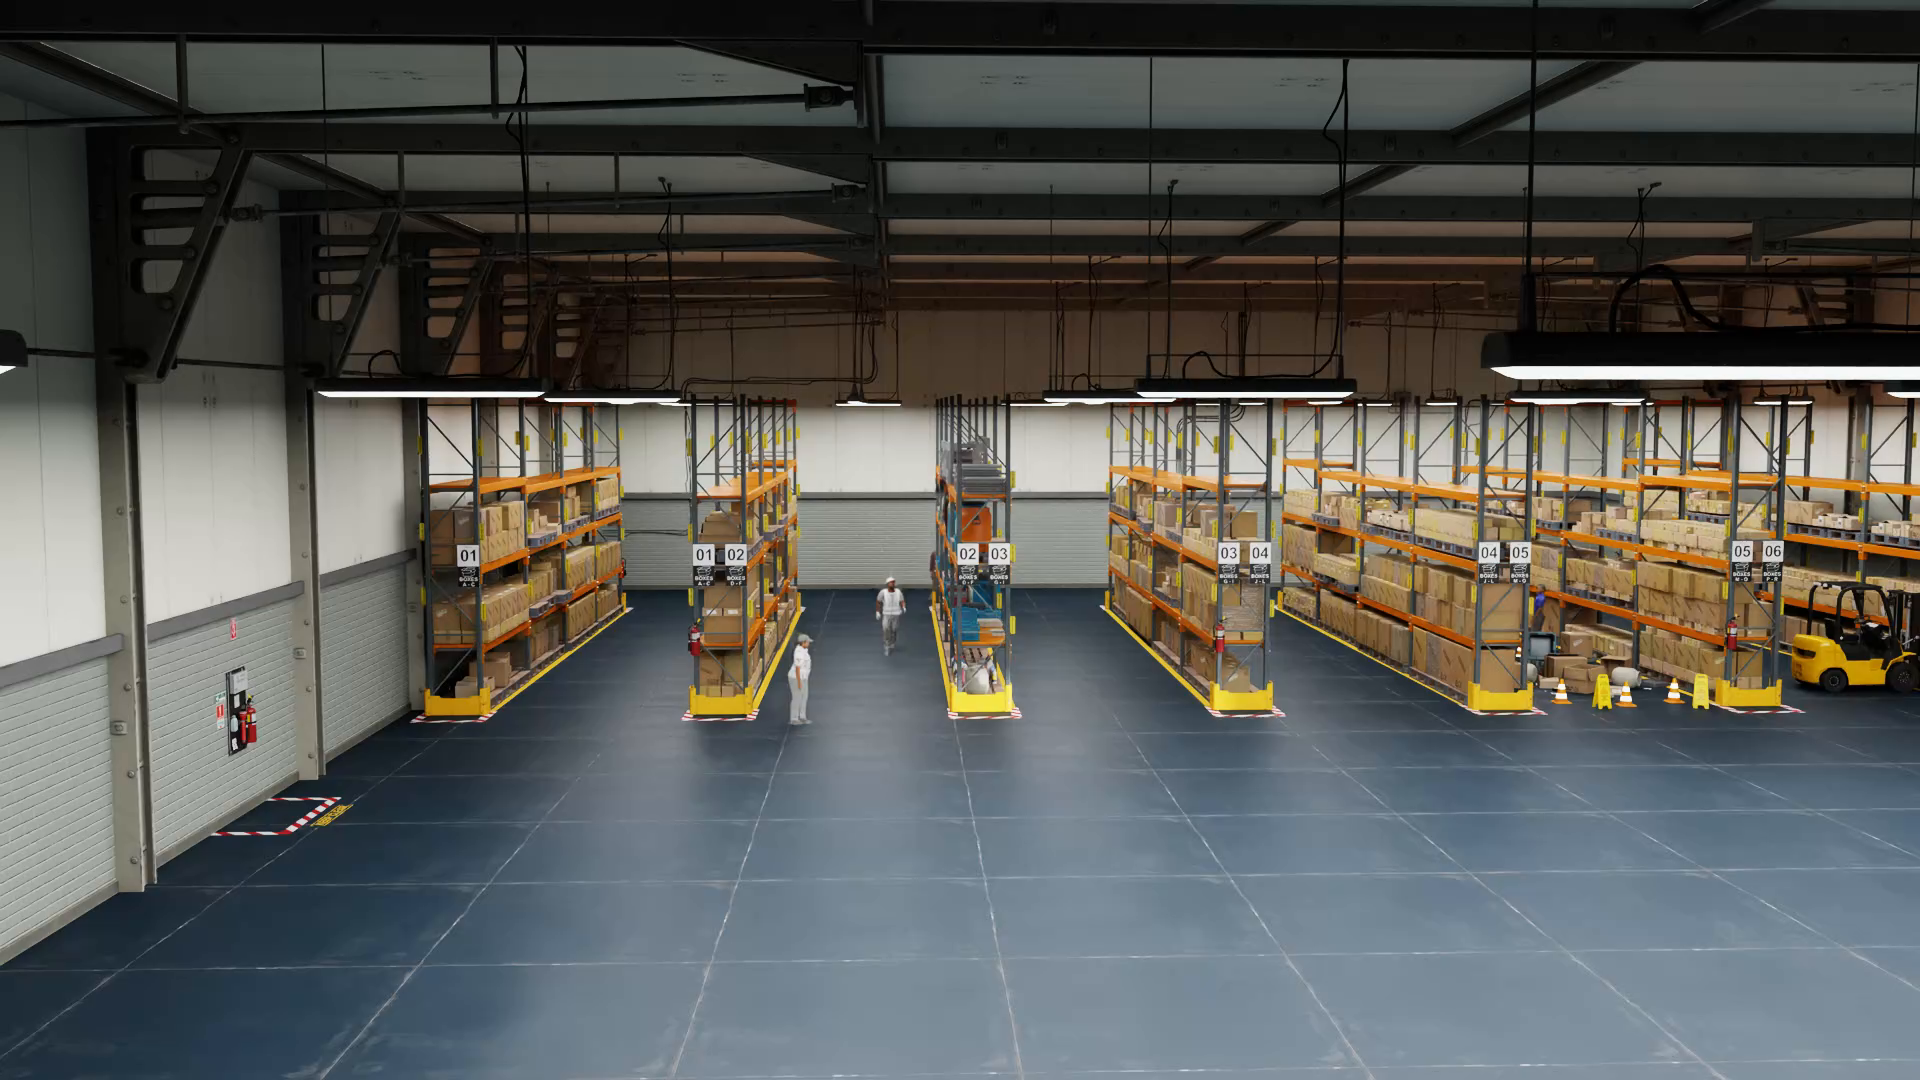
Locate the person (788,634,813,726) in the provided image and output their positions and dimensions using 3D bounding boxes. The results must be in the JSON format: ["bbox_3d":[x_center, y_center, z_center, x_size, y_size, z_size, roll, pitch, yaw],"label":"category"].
[{"bbox_3d":[-2.889,2.530,30.180,0.468,1.664,0.512,0,5,6],"label":"person"}]

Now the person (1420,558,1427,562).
[{"bbox_3d":[12.639,1.319,45.487,0.379,1.672,0.516,0,5,4],"label":"person"}]

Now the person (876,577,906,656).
[{"bbox_3d":[-1.614,1.779,38.984,0.710,1.803,0.878,0,4,-1],"label":"person"}]

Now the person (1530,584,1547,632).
[{"bbox_3d":[13.464,1.858,38.804,0.407,1.692,0.542,3,5,32],"label":"person"}]

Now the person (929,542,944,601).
[{"bbox_3d":[-0.616,0.937,49.677,0.669,1.730,1.106,1,5,9],"label":"person"}]
